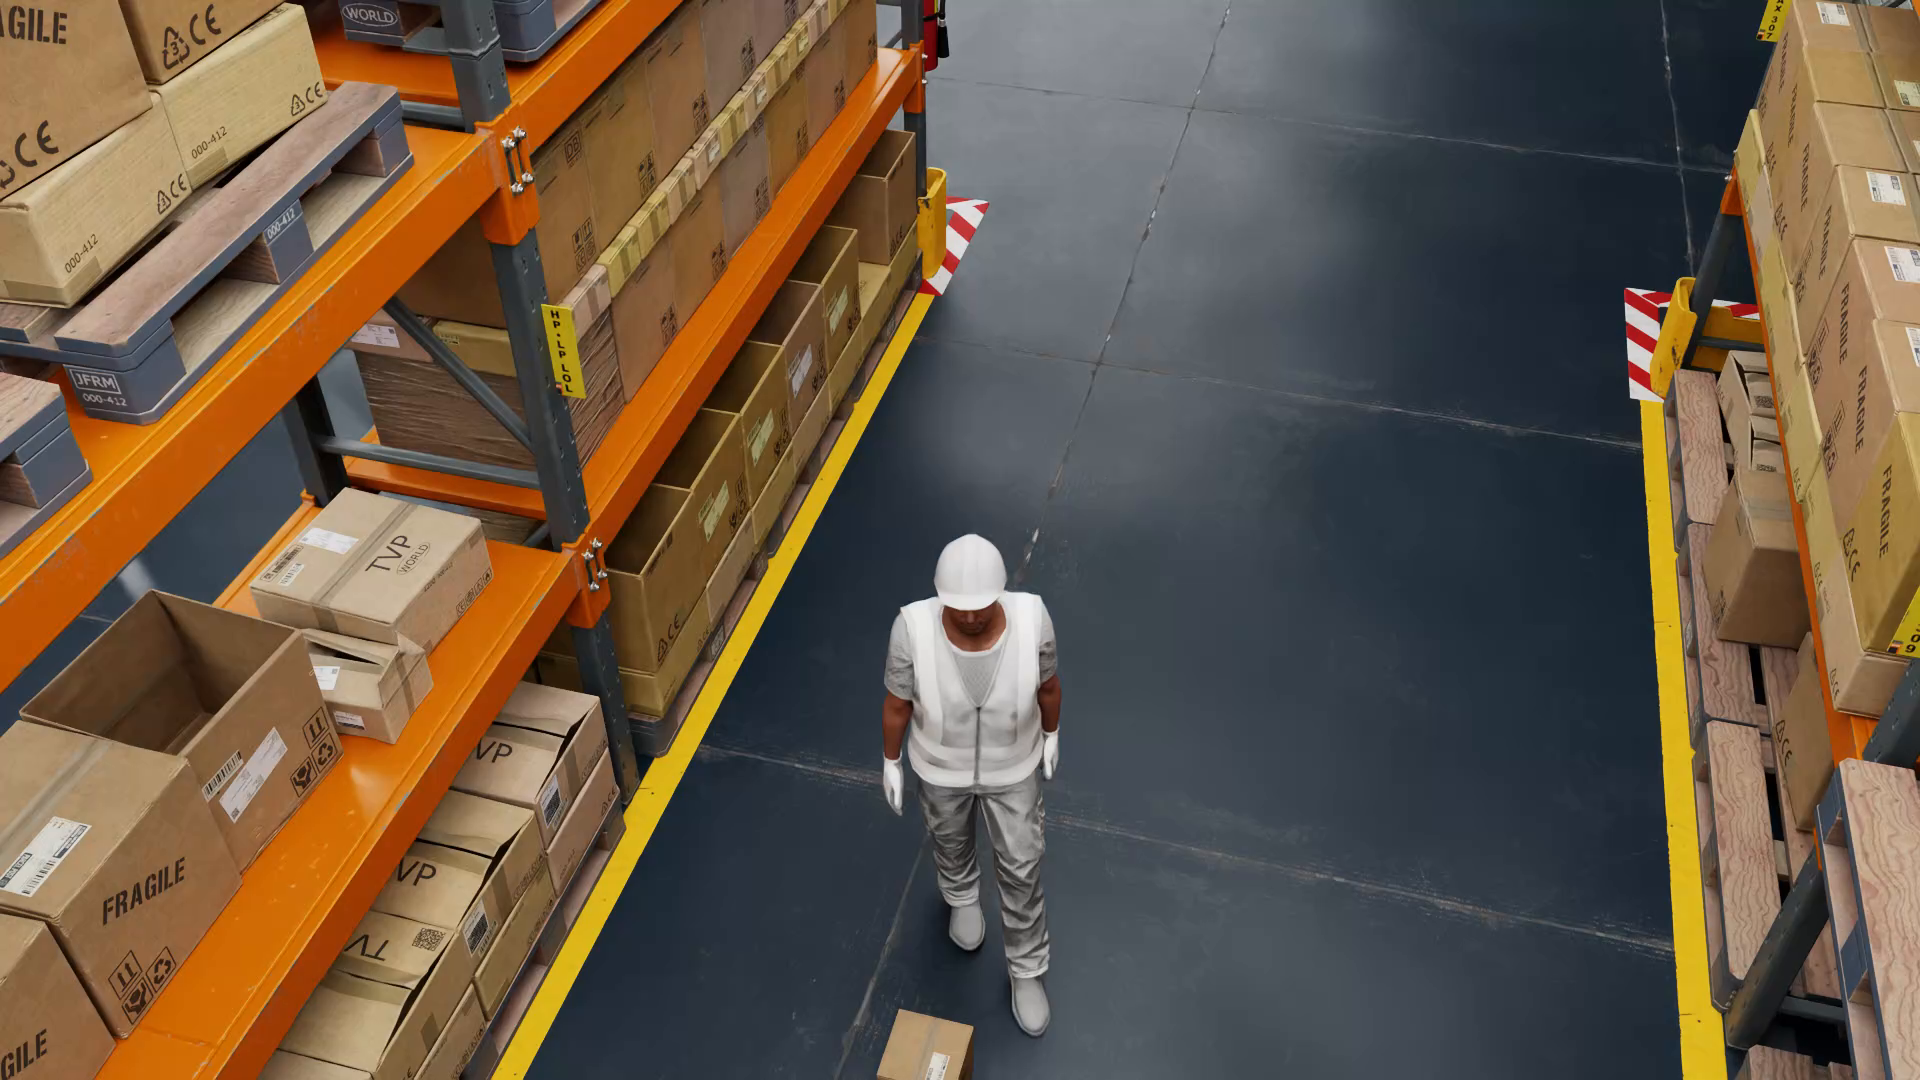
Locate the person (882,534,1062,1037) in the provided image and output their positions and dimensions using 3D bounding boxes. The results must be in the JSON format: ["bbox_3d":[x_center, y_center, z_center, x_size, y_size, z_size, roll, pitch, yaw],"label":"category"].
[{"bbox_3d":[0.045,0.784,5.213,0.578,1.778,0.653,-1,41,-2],"label":"person"}]
